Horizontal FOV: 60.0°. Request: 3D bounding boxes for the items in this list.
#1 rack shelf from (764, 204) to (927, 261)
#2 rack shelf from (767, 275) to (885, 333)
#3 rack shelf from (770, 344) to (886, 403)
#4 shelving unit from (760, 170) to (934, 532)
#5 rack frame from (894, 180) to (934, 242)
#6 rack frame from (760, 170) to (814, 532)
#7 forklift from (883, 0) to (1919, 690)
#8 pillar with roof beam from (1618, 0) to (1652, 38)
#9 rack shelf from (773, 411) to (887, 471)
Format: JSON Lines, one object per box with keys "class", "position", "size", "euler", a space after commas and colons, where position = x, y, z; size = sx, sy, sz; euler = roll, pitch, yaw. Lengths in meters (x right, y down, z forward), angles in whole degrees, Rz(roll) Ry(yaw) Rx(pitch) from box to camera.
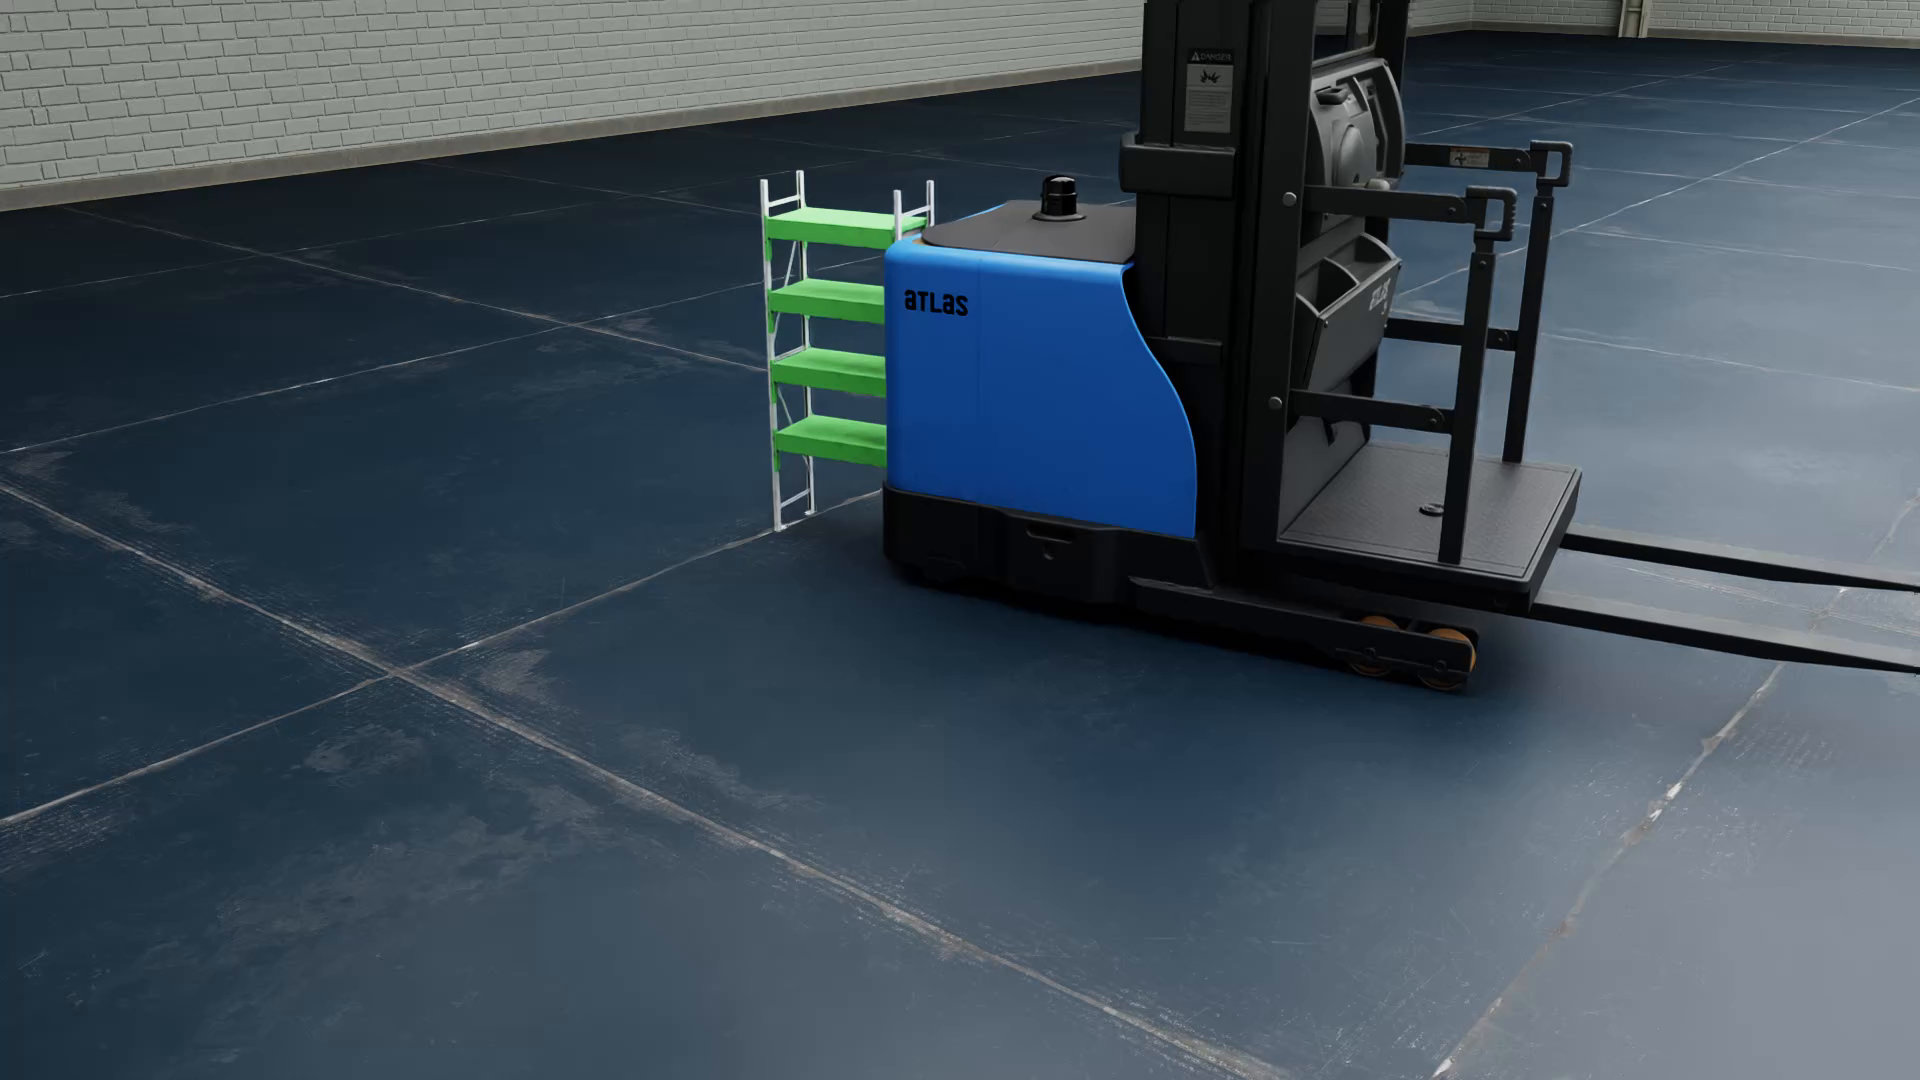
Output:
{"class": "rack shelf", "position": [-0.362, -0.978, 5.383], "size": [0.480, 0.148, 0.258], "euler": [10, 23, 25]}
{"class": "rack shelf", "position": [-0.362, -0.754, 5.467], "size": [0.480, 0.148, 0.258], "euler": [10, 23, 25]}
{"class": "rack shelf", "position": [-0.362, -0.529, 5.552], "size": [0.480, 0.148, 0.258], "euler": [10, 23, 25]}
{"class": "shelving unit", "position": [-0.362, -0.589, 5.529], "size": [0.503, 1.200, 0.258], "euler": [10, 23, 25]}
{"class": "rack frame", "position": [-0.144, -0.550, 5.427], "size": [0.015, 1.200, 0.240], "euler": [10, 23, 25]}
{"class": "rack frame", "position": [-0.580, -0.628, 5.632], "size": [0.015, 1.200, 0.240], "euler": [10, 23, 25]}
{"class": "forklift", "position": [1.307, -1.172, 4.623], "size": [3.031, 2.935, 1.130], "euler": [10, 23, 25]}
{"class": "pillar with roof beam", "position": [8.864, -11.701, 23.945], "size": [0.400, 9.000, 9.100], "euler": [16, 26, 36]}
{"class": "rack shelf", "position": [-0.362, -0.305, 5.637], "size": [0.480, 0.148, 0.258], "euler": [10, 23, 25]}
